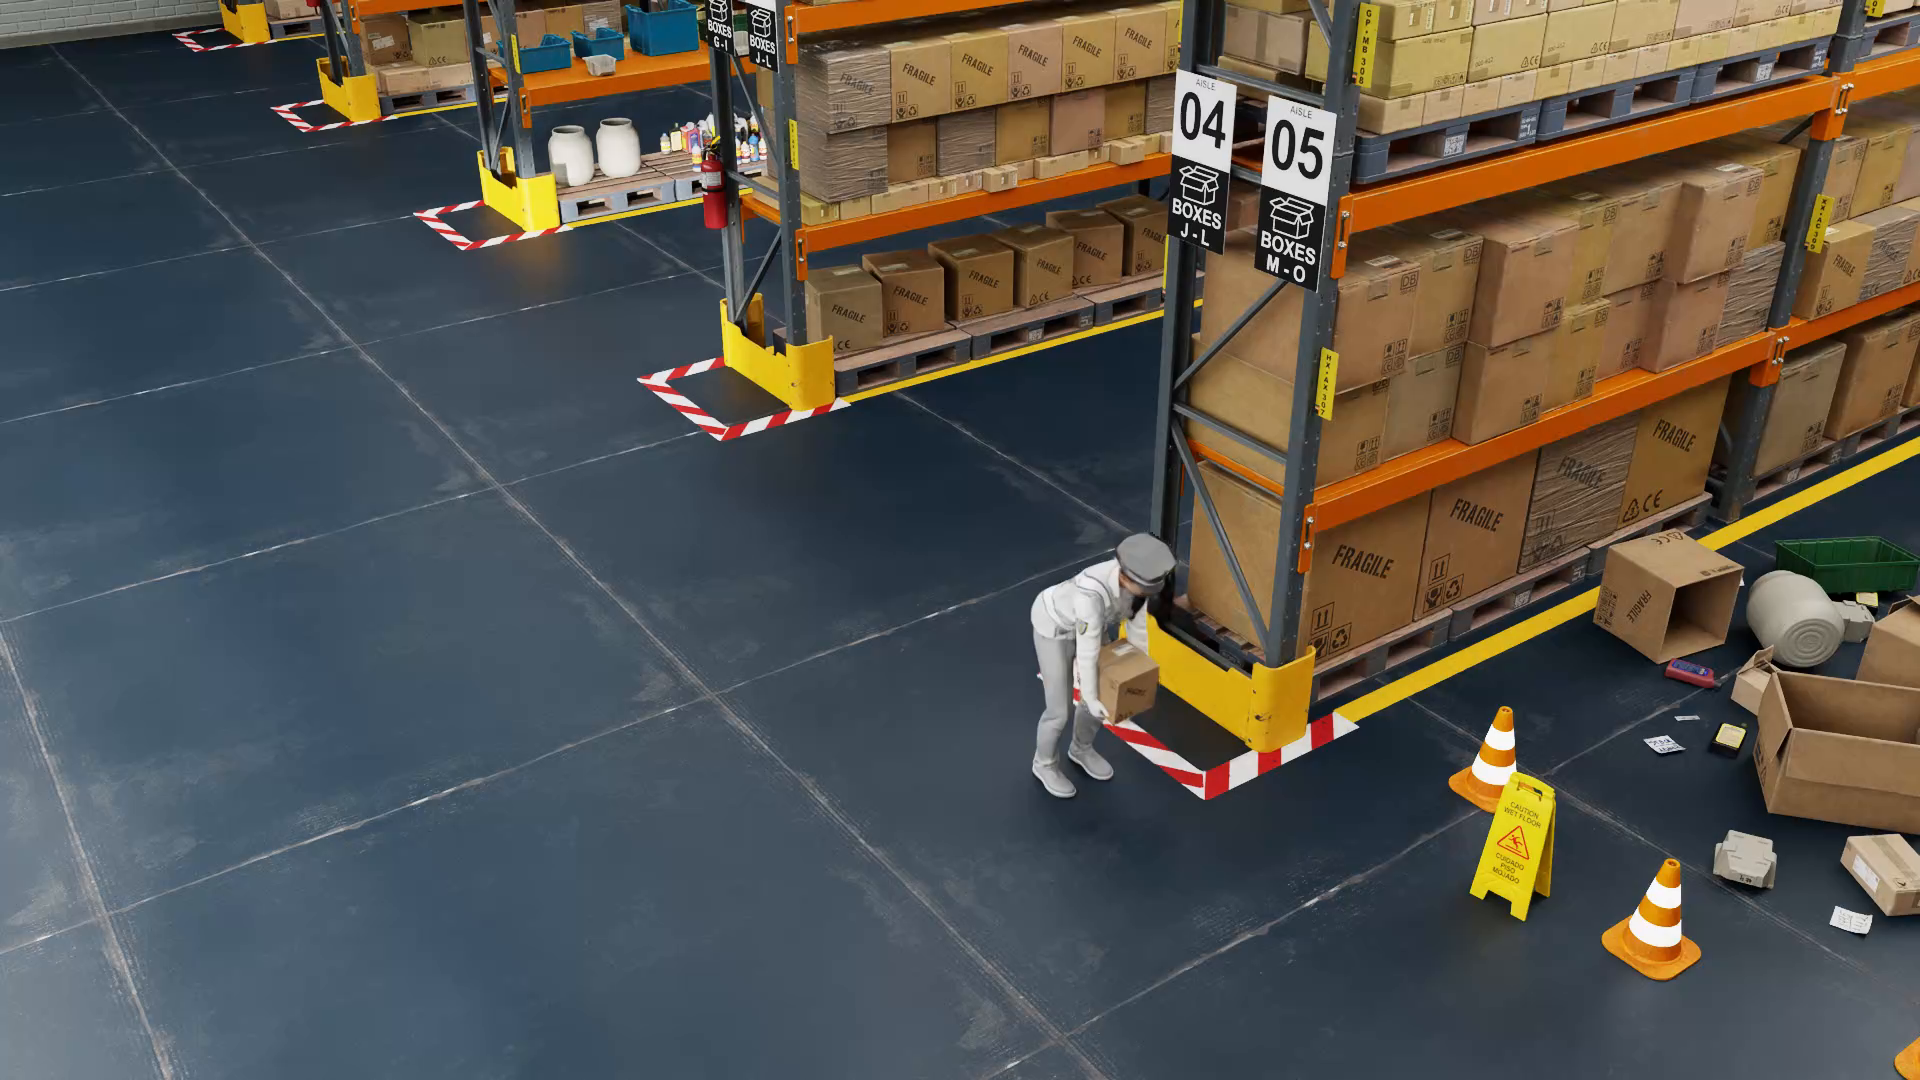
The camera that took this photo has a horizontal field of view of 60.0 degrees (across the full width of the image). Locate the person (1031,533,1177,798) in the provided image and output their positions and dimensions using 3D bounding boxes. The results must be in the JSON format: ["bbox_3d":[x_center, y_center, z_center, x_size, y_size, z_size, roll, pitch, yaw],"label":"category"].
[{"bbox_3d":[0.659,0.576,7.770,0.410,1.483,0.757,-20,34,-31],"label":"person"}]
